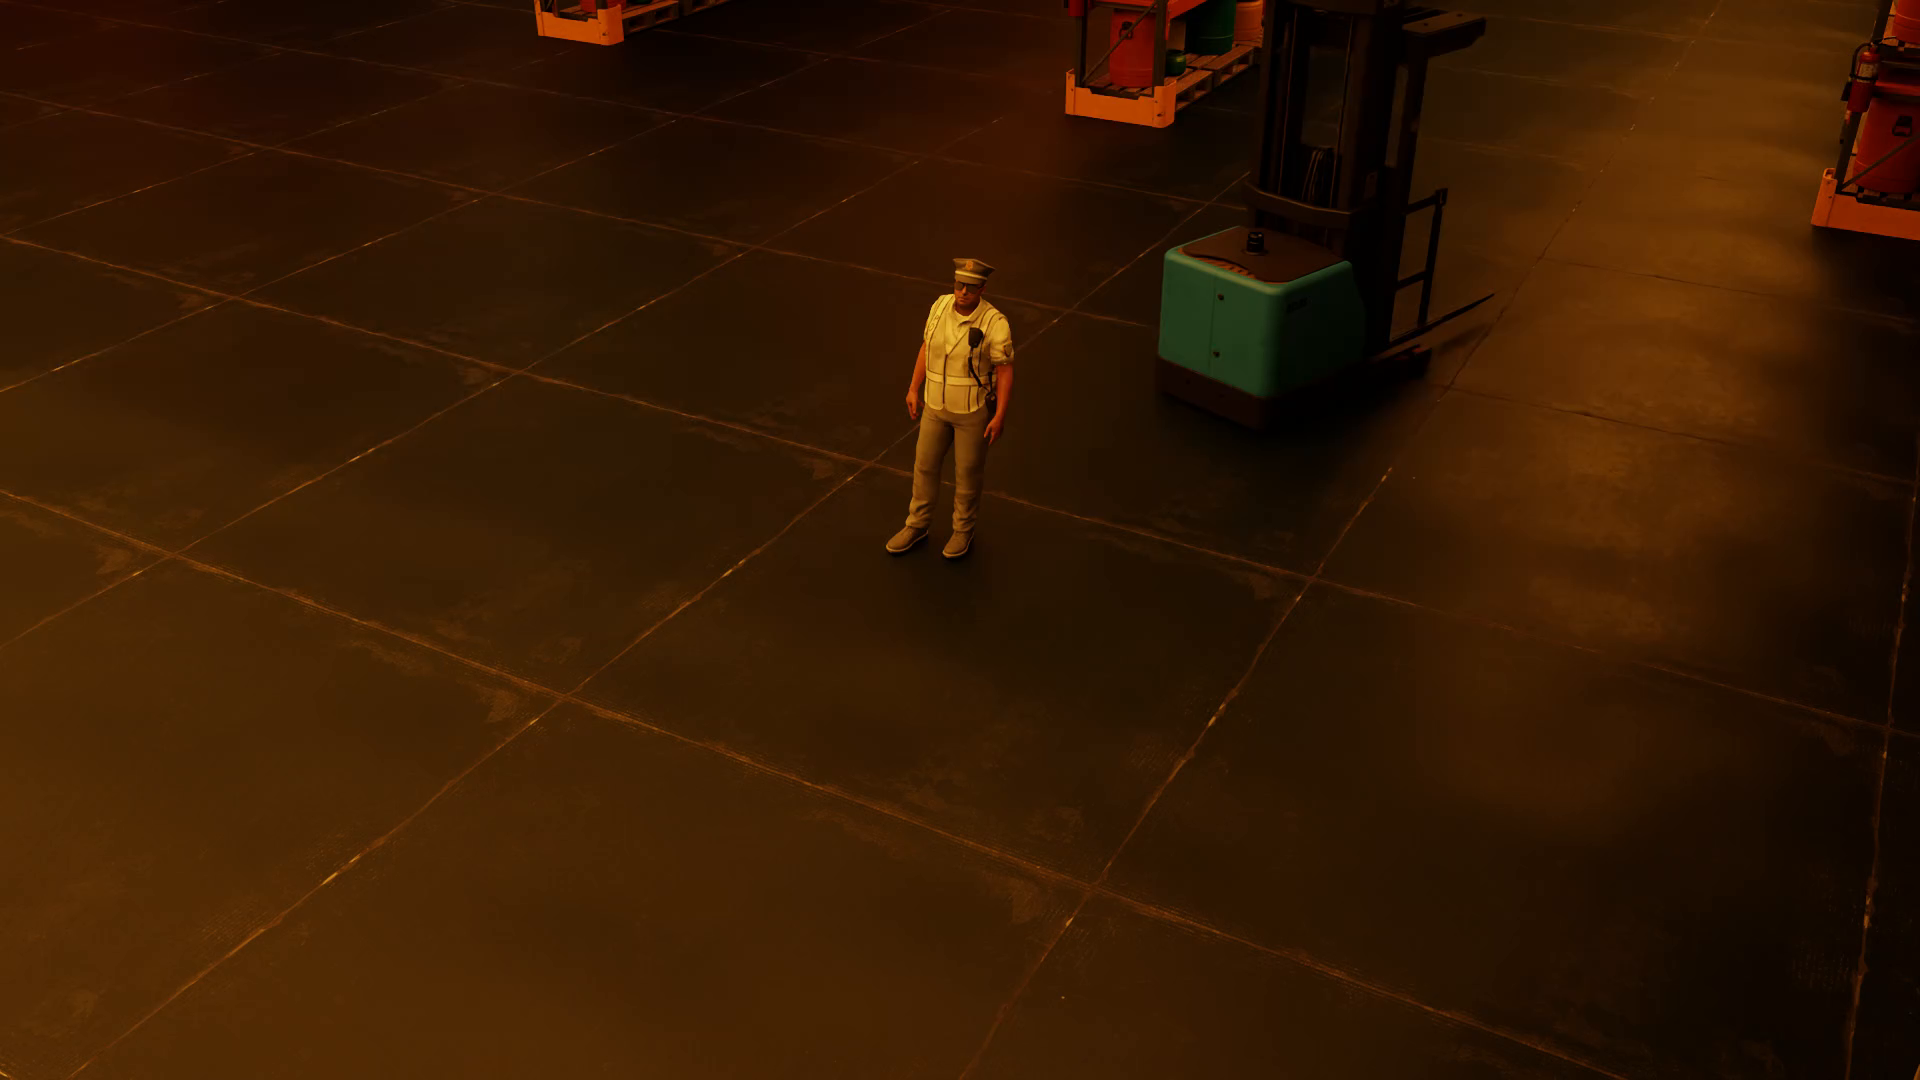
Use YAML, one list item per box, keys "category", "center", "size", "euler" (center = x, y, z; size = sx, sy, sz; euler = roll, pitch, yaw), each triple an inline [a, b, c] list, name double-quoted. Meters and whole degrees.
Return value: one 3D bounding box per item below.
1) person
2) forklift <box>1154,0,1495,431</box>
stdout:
- category: "person"
  center: [-0.048, -0.747, 9.499]
  size: [0.641, 1.781, 0.574]
  euler: [15, 33, 25]
- category: "forklift"
  center: [2.802, -2.616, 11.604]
  size: [3.031, 2.935, 1.130]
  euler: [-24, 38, -35]
